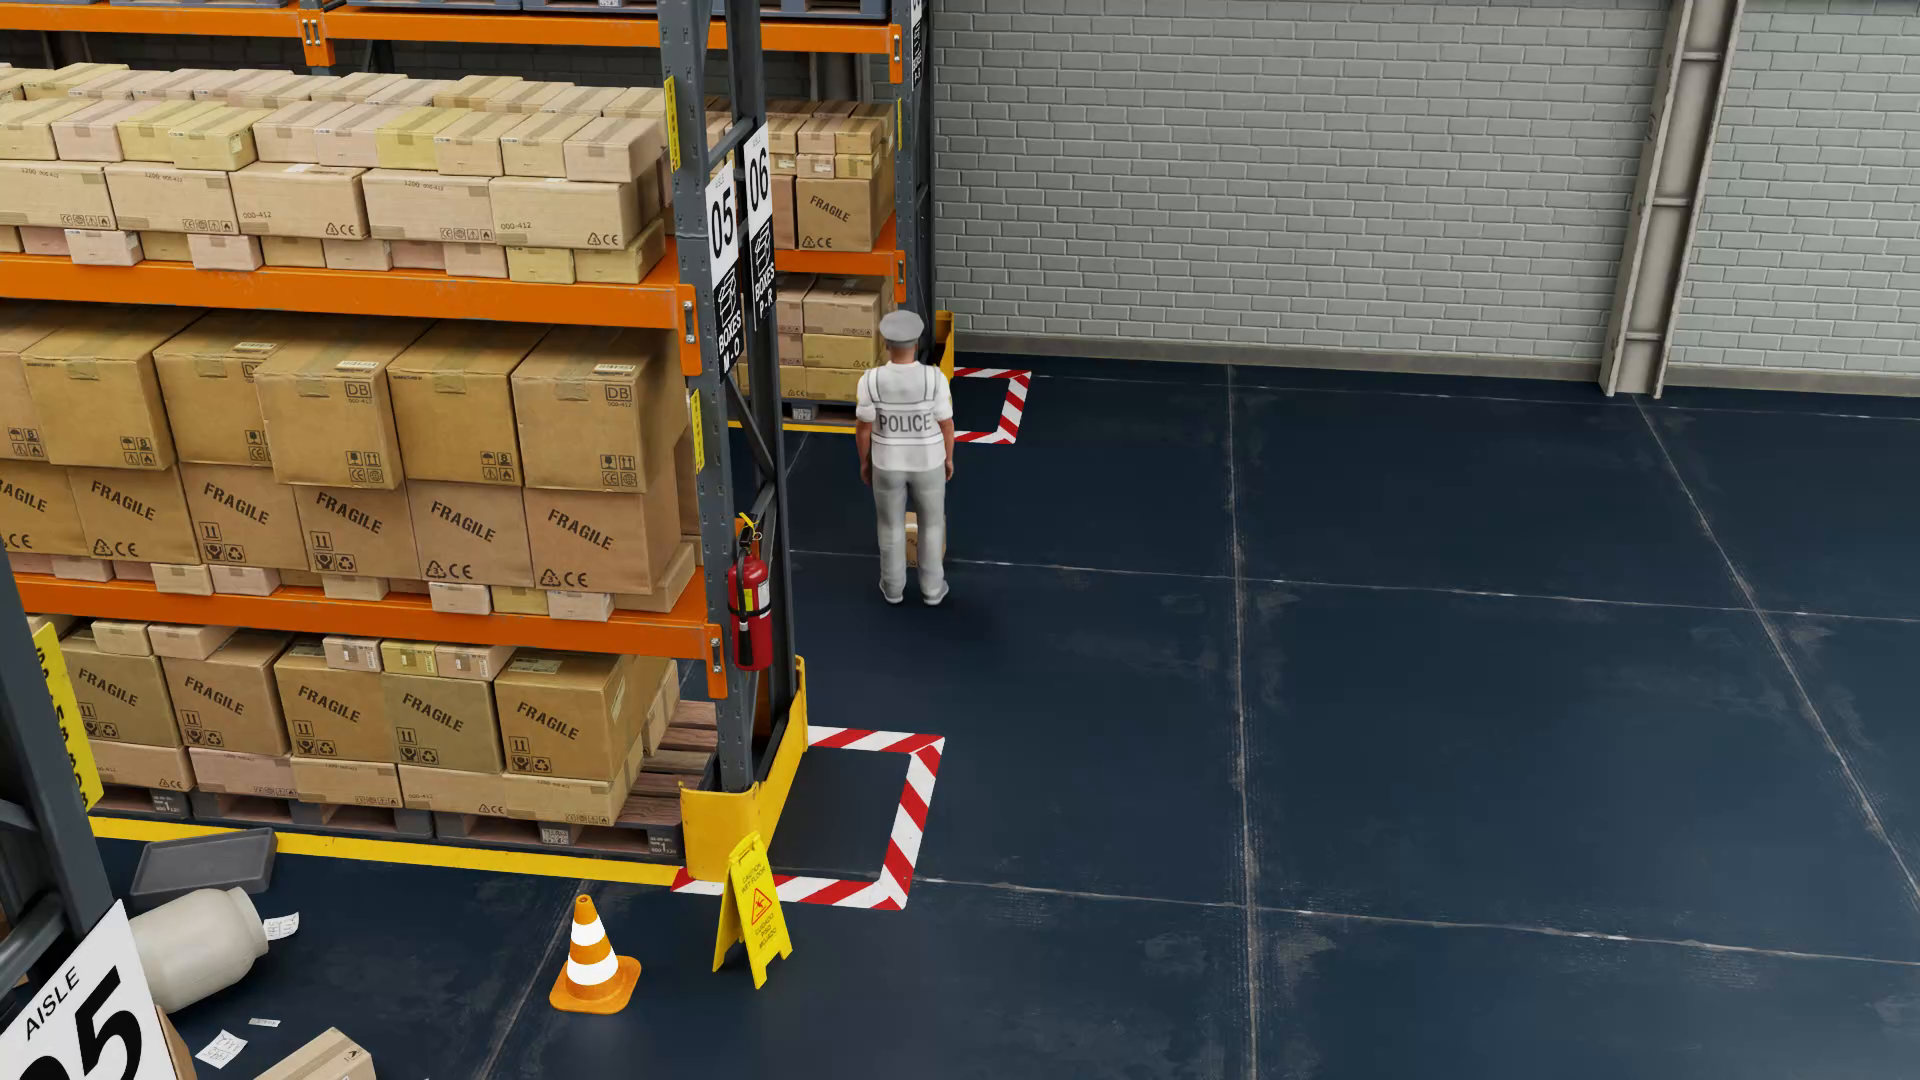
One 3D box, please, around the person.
[{"bbox_3d":[-0.307,-0.449,9.399,0.550,1.784,0.403,0,28,1],"label":"person"}]
